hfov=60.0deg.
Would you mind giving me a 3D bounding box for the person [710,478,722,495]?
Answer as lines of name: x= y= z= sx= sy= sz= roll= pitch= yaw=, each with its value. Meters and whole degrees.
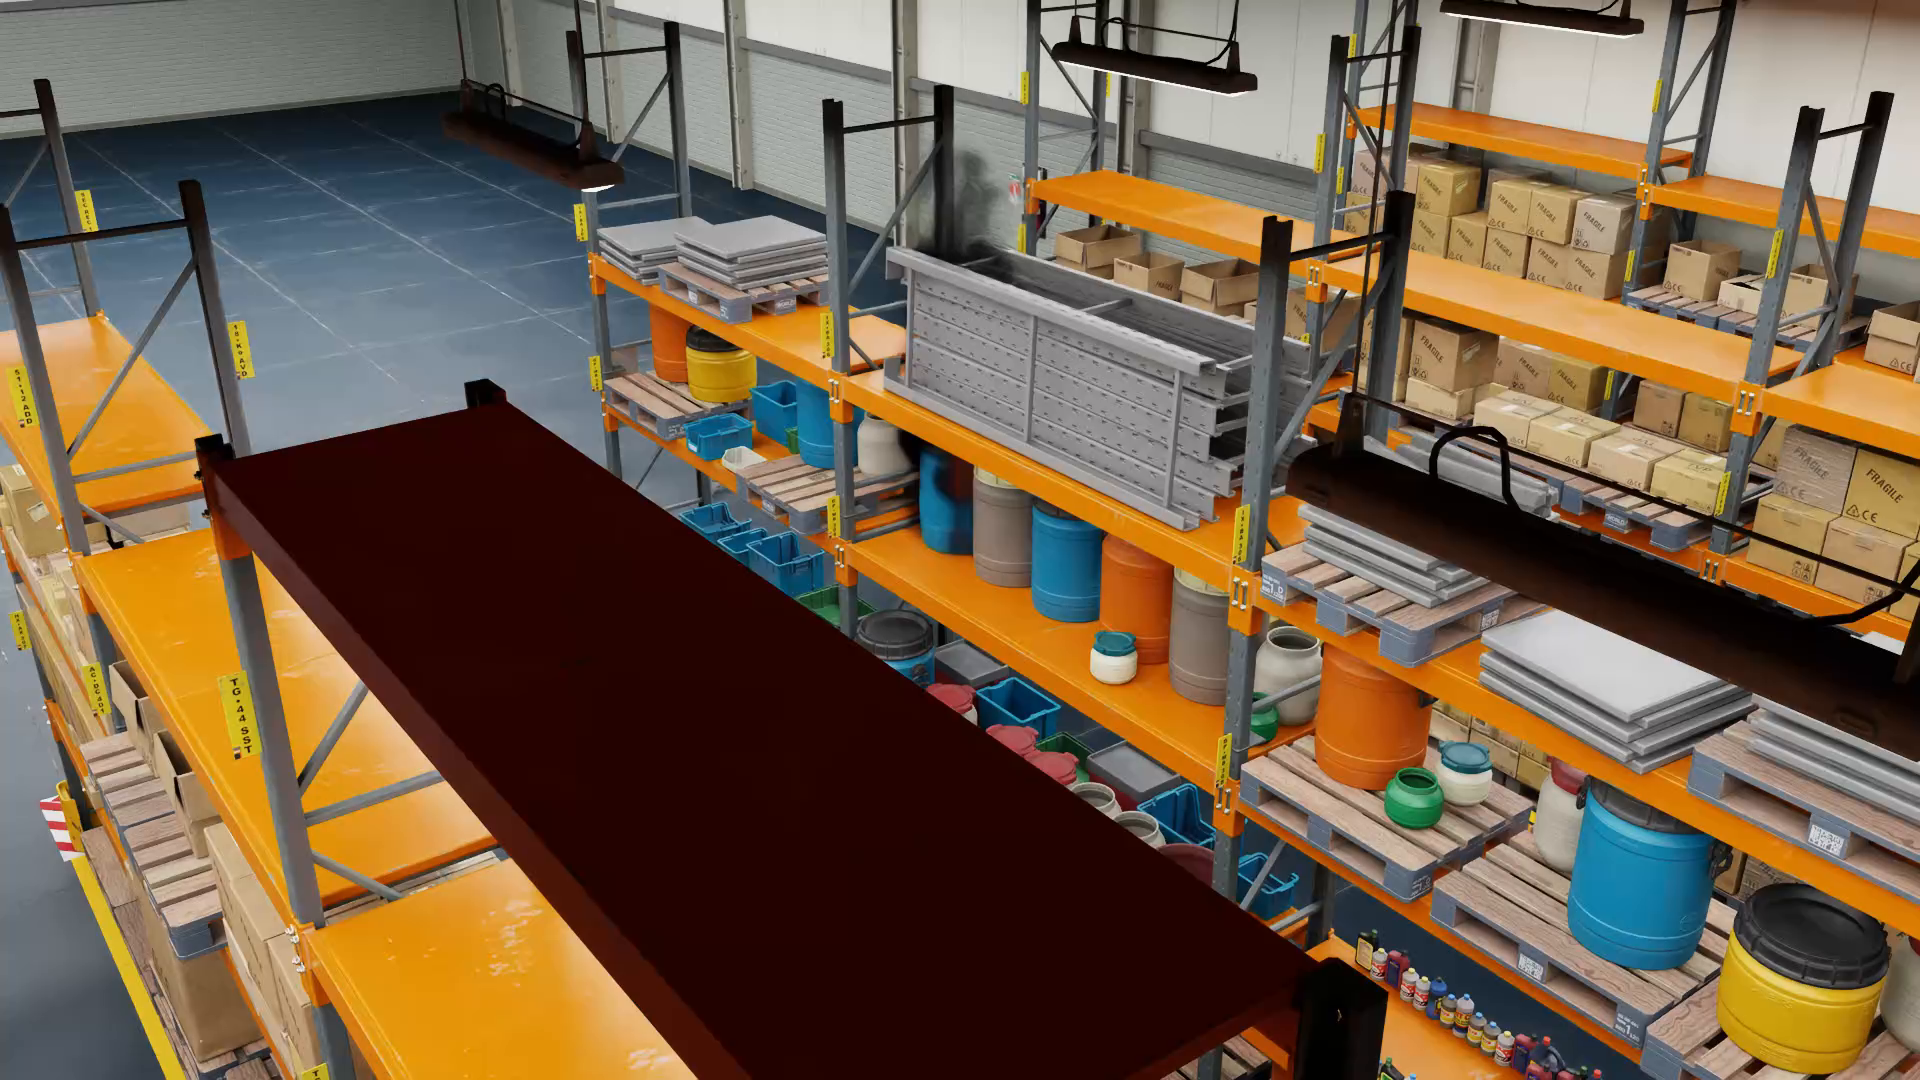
person: x=-2.695 y=-1.394 z=19.932 sx=0.846 sy=1.808 sz=0.729 roll=-6 pitch=25 yaw=-13
